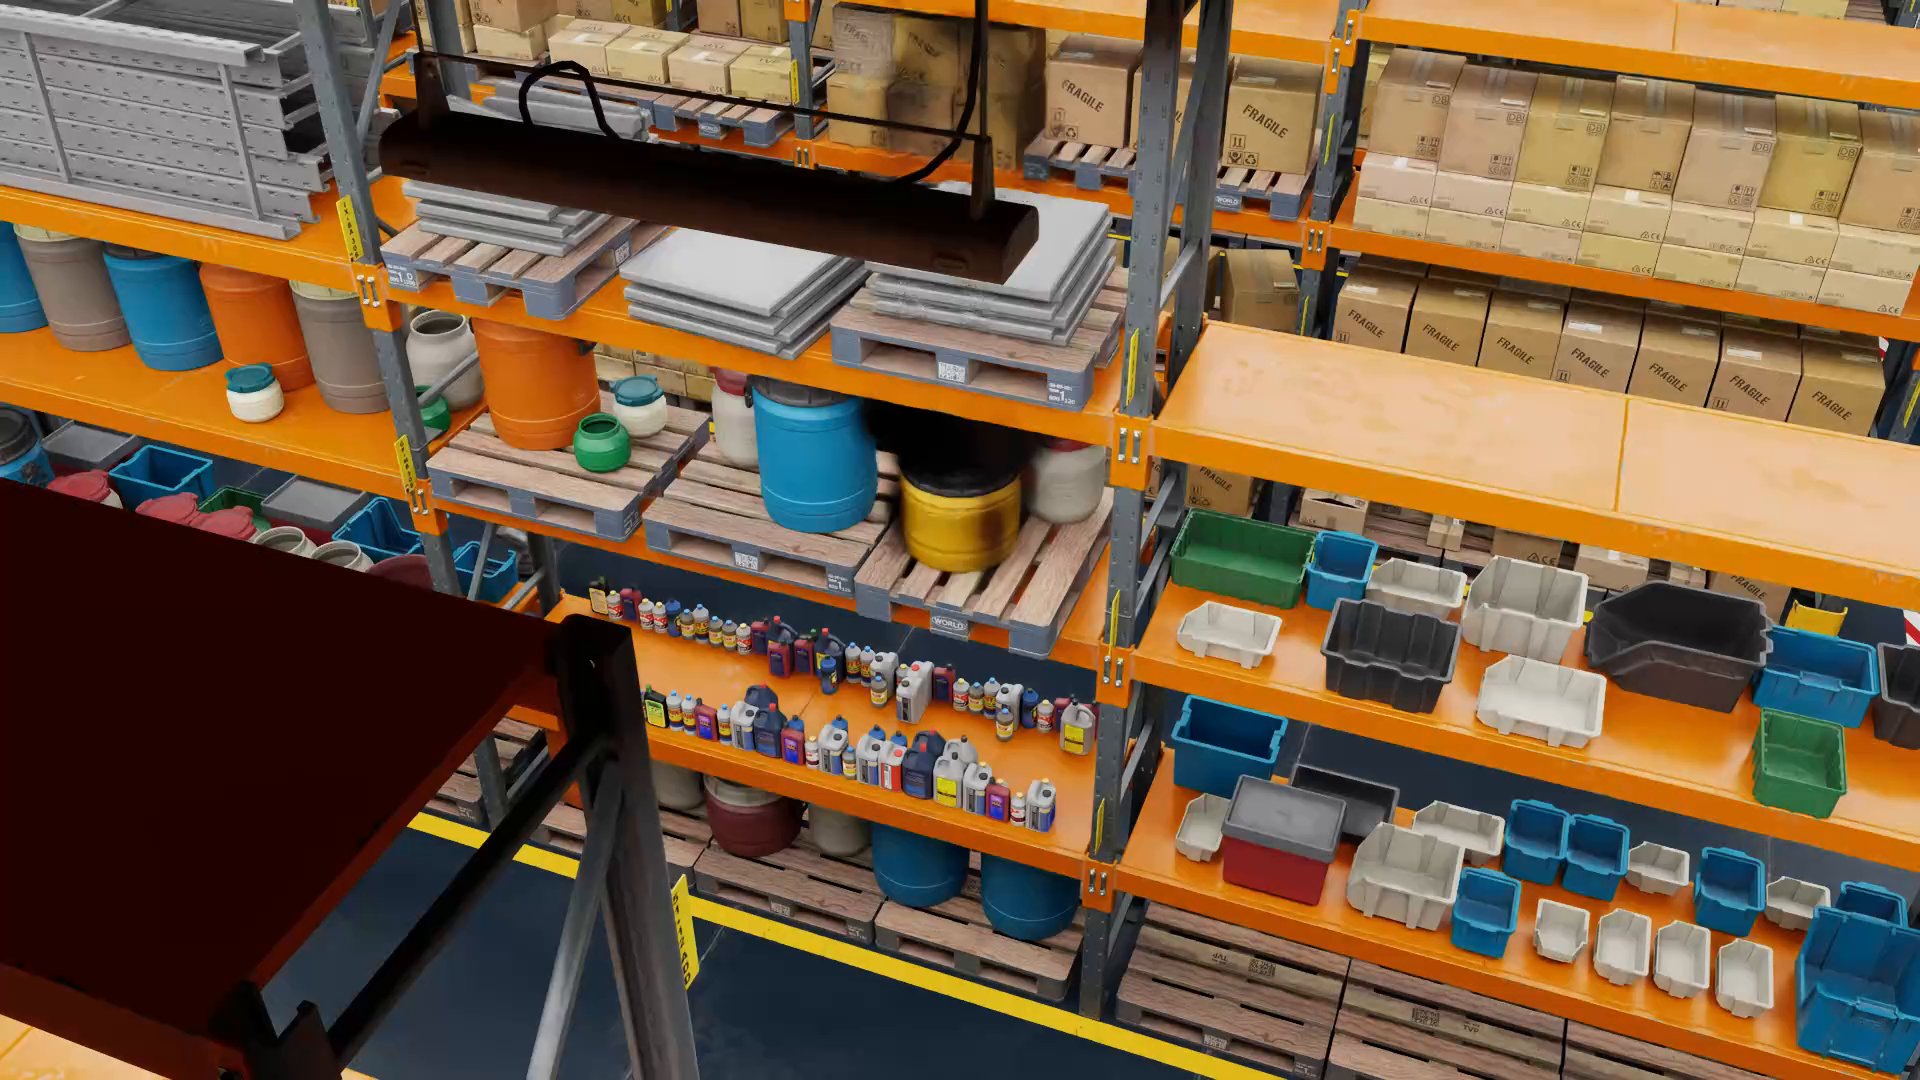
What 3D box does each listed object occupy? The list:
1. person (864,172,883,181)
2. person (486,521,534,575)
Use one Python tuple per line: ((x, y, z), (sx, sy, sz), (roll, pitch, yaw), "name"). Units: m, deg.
((-0.659, -2.723, 15.752), (0.837, 1.589, 0.566), (13, 38, 16), "person")
((-3.388, -0.426, 12.589), (0.532, 1.657, 0.628), (9, 37, 12), "person")
